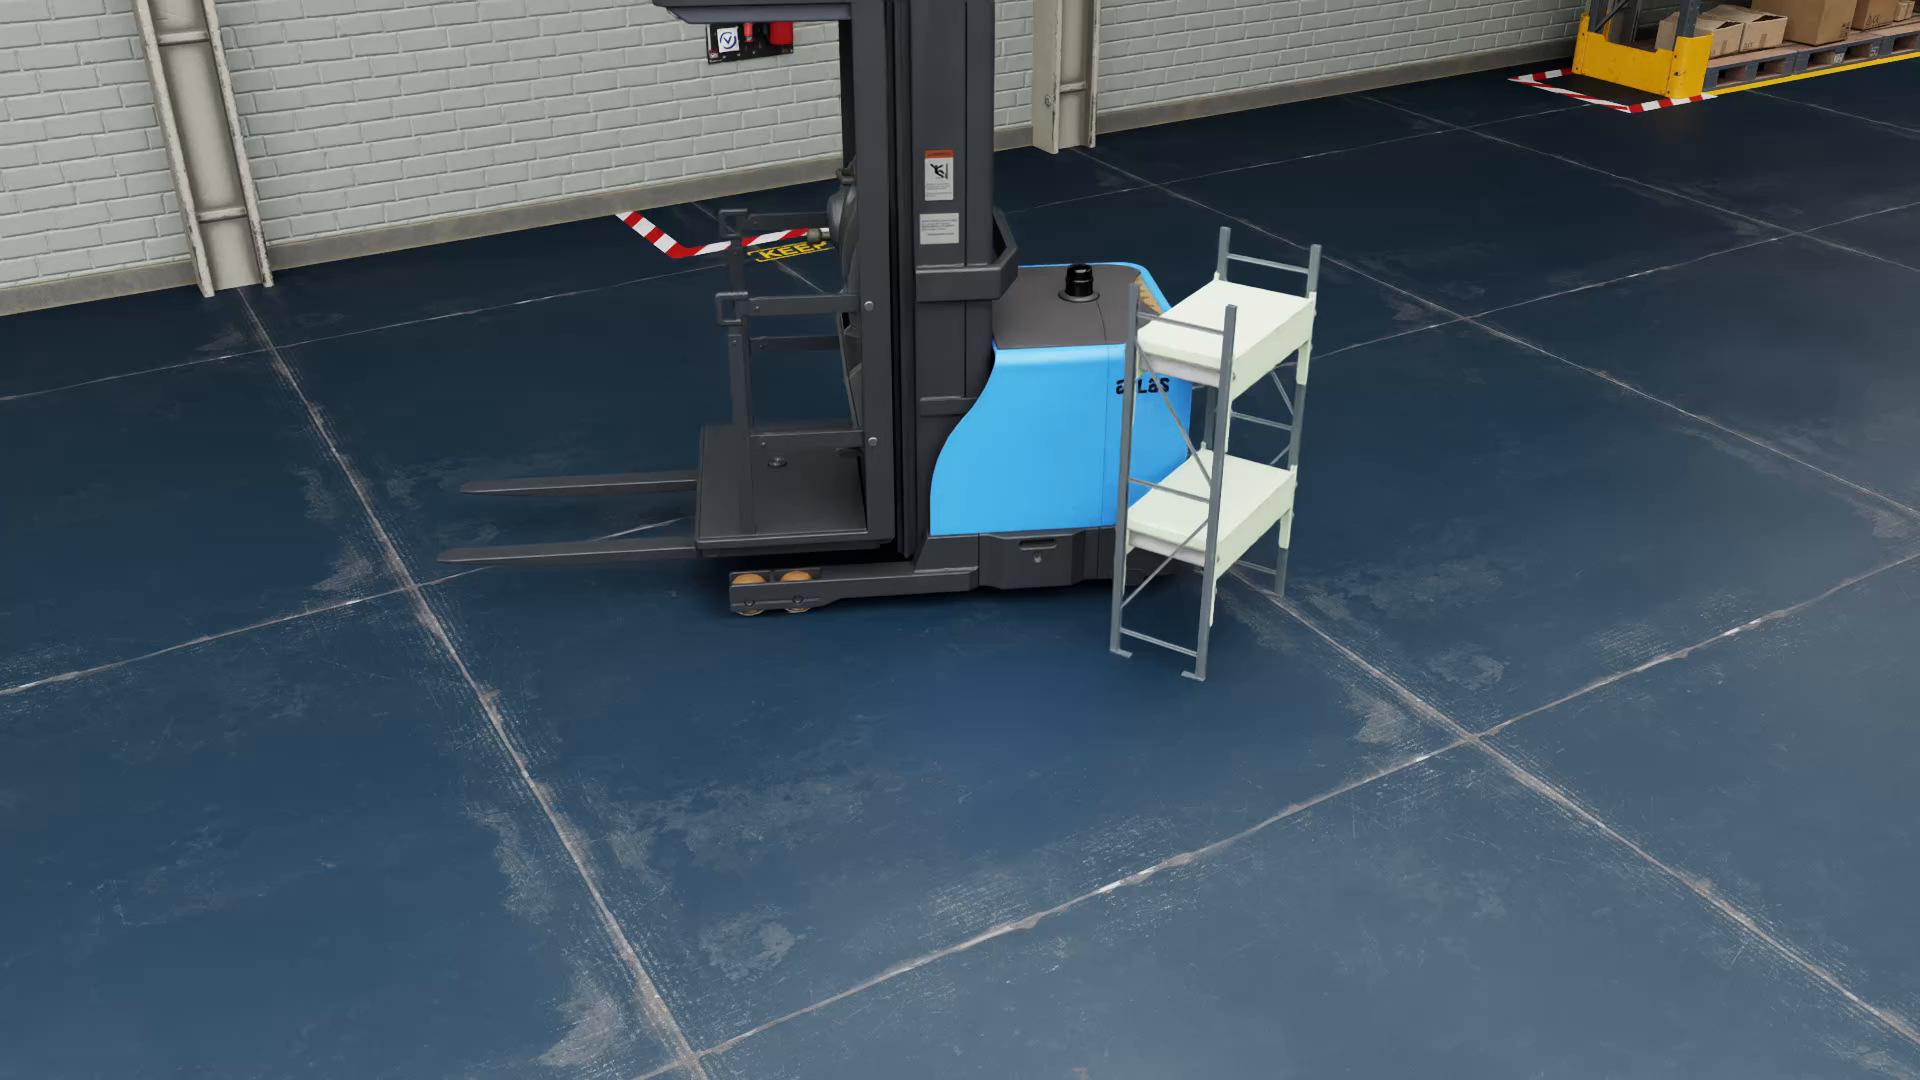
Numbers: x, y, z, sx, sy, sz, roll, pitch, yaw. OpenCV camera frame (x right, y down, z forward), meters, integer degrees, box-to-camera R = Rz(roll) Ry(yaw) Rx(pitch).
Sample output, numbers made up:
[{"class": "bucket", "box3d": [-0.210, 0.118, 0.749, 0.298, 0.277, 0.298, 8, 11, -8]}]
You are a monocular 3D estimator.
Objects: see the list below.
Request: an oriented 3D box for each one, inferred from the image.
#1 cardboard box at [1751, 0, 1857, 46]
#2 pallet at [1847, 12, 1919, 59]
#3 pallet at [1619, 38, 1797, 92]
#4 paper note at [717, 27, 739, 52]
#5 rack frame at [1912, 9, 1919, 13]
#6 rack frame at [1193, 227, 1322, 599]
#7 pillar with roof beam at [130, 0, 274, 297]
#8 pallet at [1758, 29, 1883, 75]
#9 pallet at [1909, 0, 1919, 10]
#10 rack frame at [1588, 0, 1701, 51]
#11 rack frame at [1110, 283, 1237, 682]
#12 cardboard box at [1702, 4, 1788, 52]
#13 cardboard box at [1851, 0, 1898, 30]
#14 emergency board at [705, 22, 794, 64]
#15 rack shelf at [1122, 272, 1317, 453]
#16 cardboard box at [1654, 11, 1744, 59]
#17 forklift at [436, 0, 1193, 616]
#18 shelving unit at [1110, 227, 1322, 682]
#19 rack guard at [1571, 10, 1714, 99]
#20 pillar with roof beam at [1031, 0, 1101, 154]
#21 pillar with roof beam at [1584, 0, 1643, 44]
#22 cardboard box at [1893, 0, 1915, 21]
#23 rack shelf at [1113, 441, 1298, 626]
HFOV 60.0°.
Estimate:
[{"class": "cardboard box", "box3d": [7.588, -4.798, 14.972, 0.500, 0.500, 0.700, -18, 34, -29]}, {"class": "pallet", "box3d": [8.684, -4.849, 15.818, 1.213, 0.211, 1.003, -16, 33, -26]}, {"class": "pallet", "box3d": [6.580, -4.252, 14.736, 1.213, 0.211, 1.003, -16, 33, -26]}, {"class": "paper note", "box3d": [-1.549, -3.344, 11.116, 0.142, 0.148, 0.016, -16, 33, -26]}, {"class": "rack frame", "box3d": [9.245, -6.249, 15.469, 0.127, 3.000, 1.000, -16, 33, -26]}, {"class": "rack frame", "box3d": [1.155, -0.473, 6.555, 0.400, 1.500, 0.023, 18, 33, 29]}, {"class": "pillar with roof beam", "box3d": [-2.203, -3.697, 4.636, 0.400, 9.000, 9.100, -16, 33, -26]}, {"class": "pallet", "box3d": [7.631, -4.548, 15.273, 1.213, 0.211, 1.003, -16, 33, -26]}, {"class": "pallet", "box3d": [9.916, -5.219, 16.489, 1.213, 0.211, 1.003, -16, 33, -26]}, {"class": "rack frame", "box3d": [5.796, -5.270, 13.695, 0.127, 3.000, 1.000, -16, 33, -26]}, {"class": "rack frame", "box3d": [0.756, -0.177, 6.018, 0.400, 1.500, 0.023, 18, 33, 29]}, {"class": "cardboard box", "box3d": [6.930, -4.557, 14.730, 0.500, 0.311, 0.500, -13, 31, -22]}, {"class": "cardboard box", "box3d": [8.371, -5.076, 15.476, 0.500, 0.500, 0.500, -19, 34, -30]}, {"class": "emergency board", "box3d": [-1.361, -3.744, 10.929, 0.643, 1.169, 0.194, -16, 33, -26]}, {"class": "rack shelf", "box3d": [0.956, -0.667, 6.098, 0.431, 0.370, 0.720, 18, 33, 29]}, {"class": "cardboard box", "box3d": [6.439, -4.417, 14.477, 0.500, 0.311, 0.500, -20, 35, -32]}, {"class": "forklift", "box3d": [-0.626, -1.249, 6.479, 3.031, 2.935, 1.130, -3, 29, -6]}, {"class": "shelving unit", "box3d": [0.956, -0.325, 6.287, 0.431, 1.500, 0.755, 18, 33, 29]}, {"class": "rack guard", "box3d": [5.862, -4.194, 14.332, 0.348, 0.500, 1.175, -16, 33, -26]}, {"class": "pillar with roof beam", "box3d": [2.970, -5.166, 7.298, 0.400, 9.000, 9.100, -16, 33, -26]}, {"class": "pillar with roof beam", "box3d": [8.143, -6.635, 9.959, 0.400, 9.000, 9.100, -16, 33, -26]}, {"class": "cardboard box", "box3d": [8.799, -5.058, 15.787, 0.250, 0.166, 0.380, -21, 35, -33]}, {"class": "rack shelf", "box3d": [0.955, -0.040, 6.444, 0.431, 0.370, 0.720, 18, 33, 29]}]
